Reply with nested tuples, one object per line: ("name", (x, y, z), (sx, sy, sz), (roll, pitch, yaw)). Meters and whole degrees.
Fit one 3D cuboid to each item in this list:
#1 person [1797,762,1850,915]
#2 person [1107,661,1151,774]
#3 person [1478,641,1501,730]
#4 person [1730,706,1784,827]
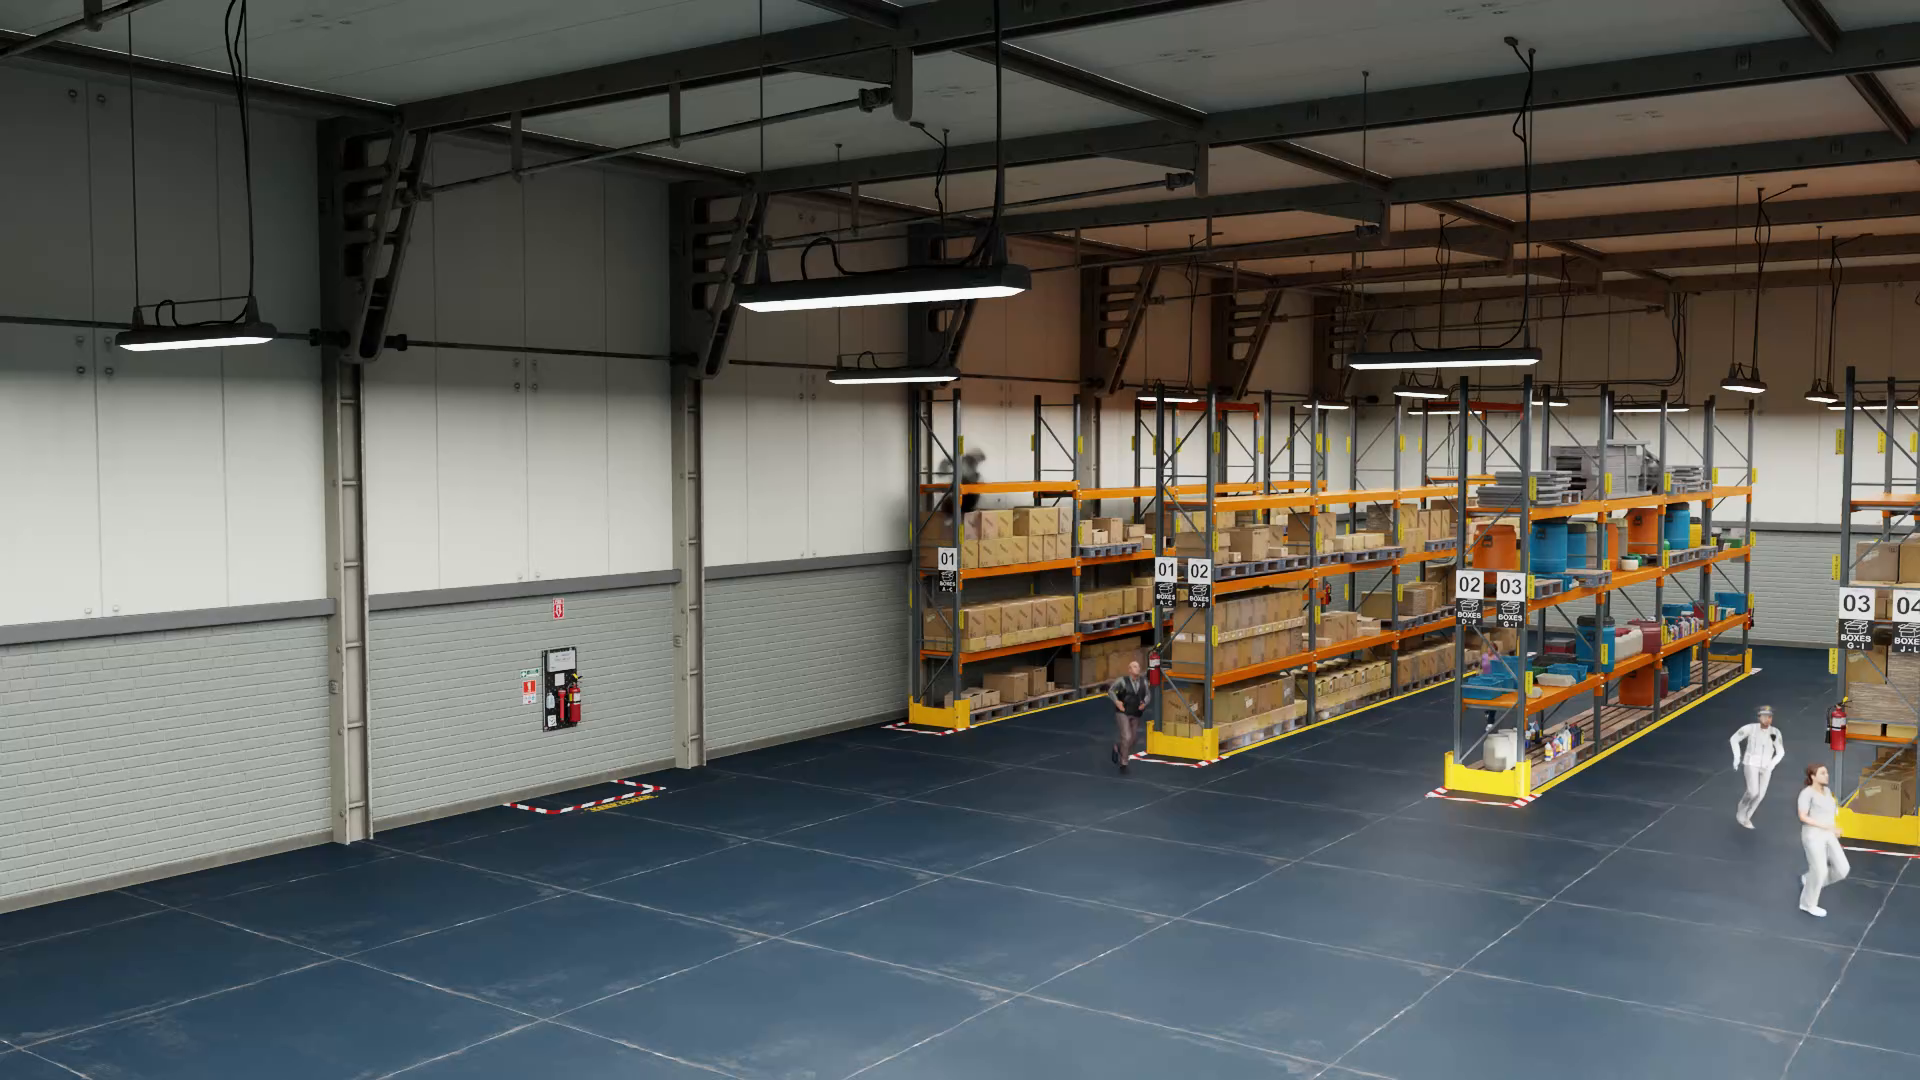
("person", (9.168, 3.179, 17.691), (0.558, 1.631, 0.555), (-1, 4, -24))
("person", (2.617, 2.713, 25.701), (0.685, 1.691, 0.777), (-1, 3, -17))
("person", (9.369, 2.570, 29.294), (0.554, 1.550, 0.533), (2, 4, 35))
("person", (10.396, 2.949, 21.649), (0.610, 1.633, 0.570), (0, 3, 8))
